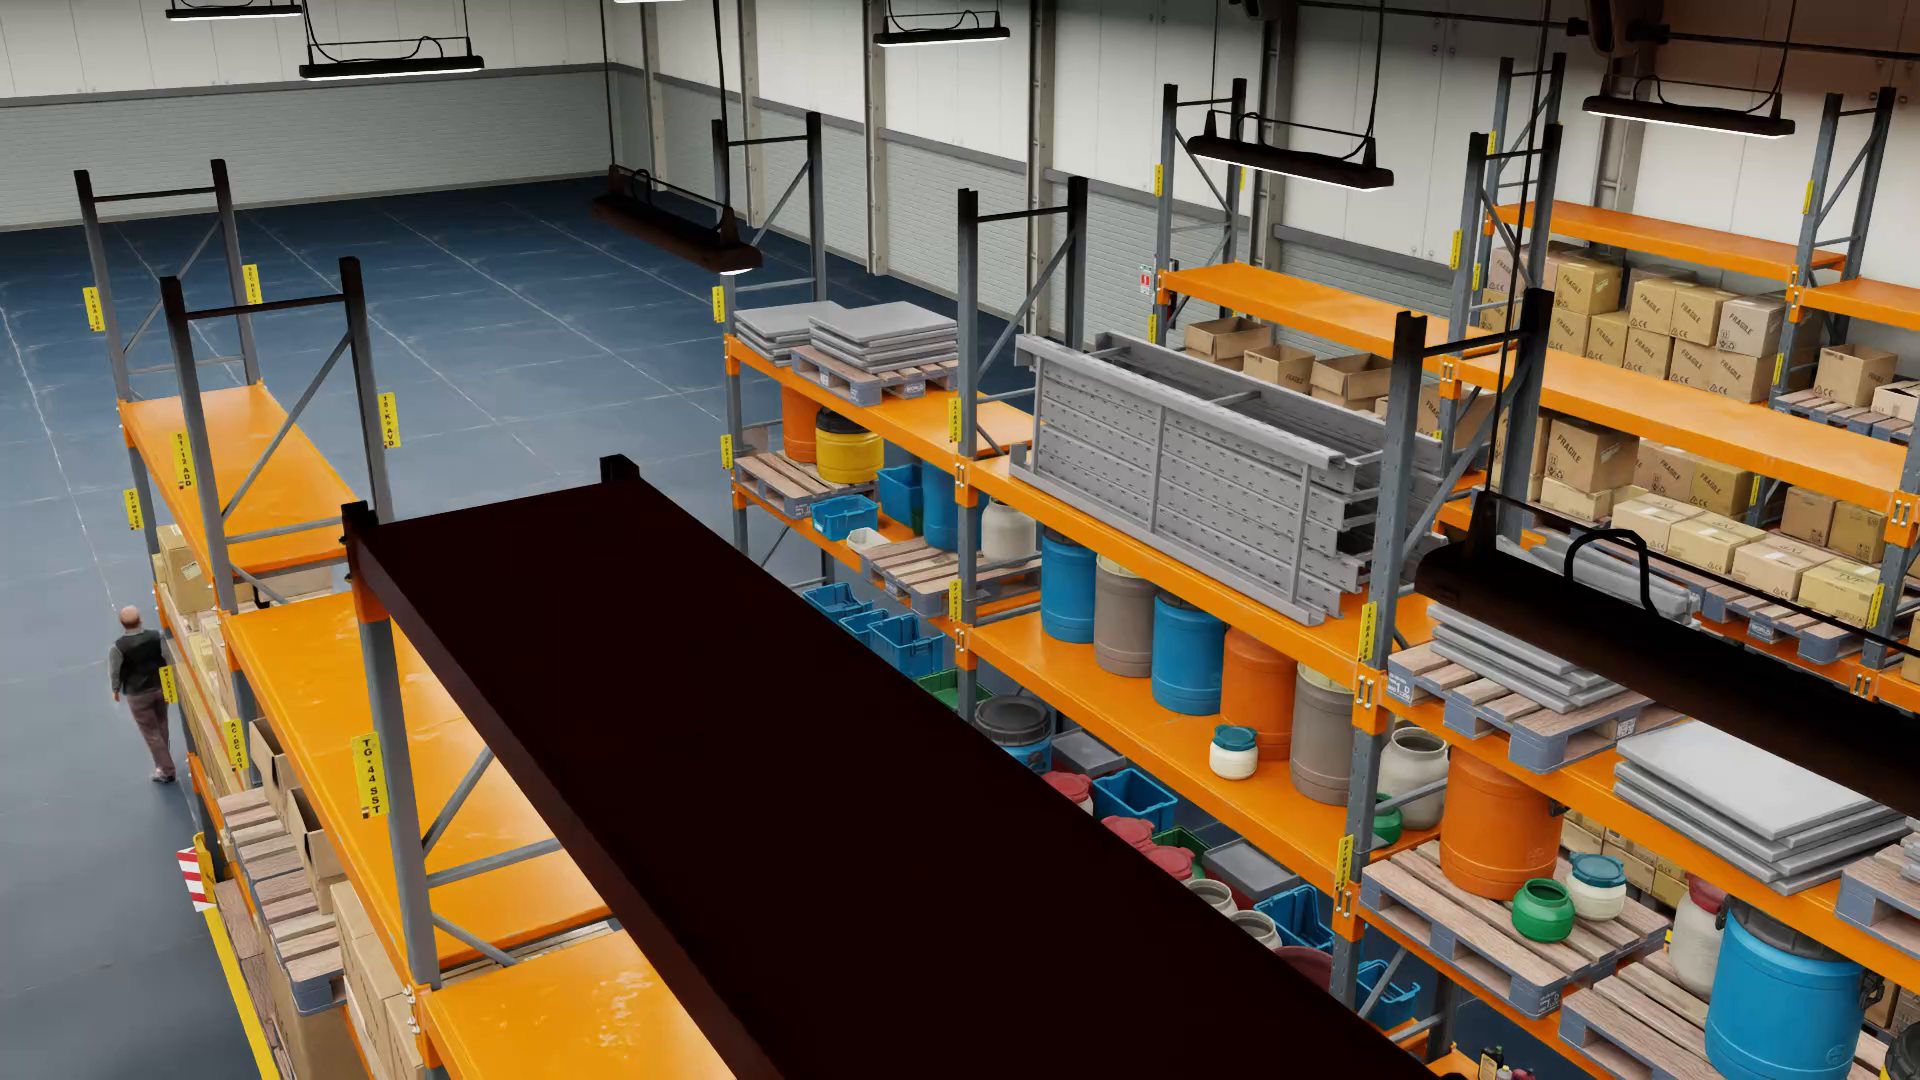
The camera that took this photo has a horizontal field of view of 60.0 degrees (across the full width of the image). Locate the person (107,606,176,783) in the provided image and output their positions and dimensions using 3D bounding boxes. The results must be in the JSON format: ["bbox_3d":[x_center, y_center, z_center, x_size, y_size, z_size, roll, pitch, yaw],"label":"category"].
[{"bbox_3d":[-7.604,1.442,15.560,0.697,1.777,0.565,18,28,38],"label":"person"}]
